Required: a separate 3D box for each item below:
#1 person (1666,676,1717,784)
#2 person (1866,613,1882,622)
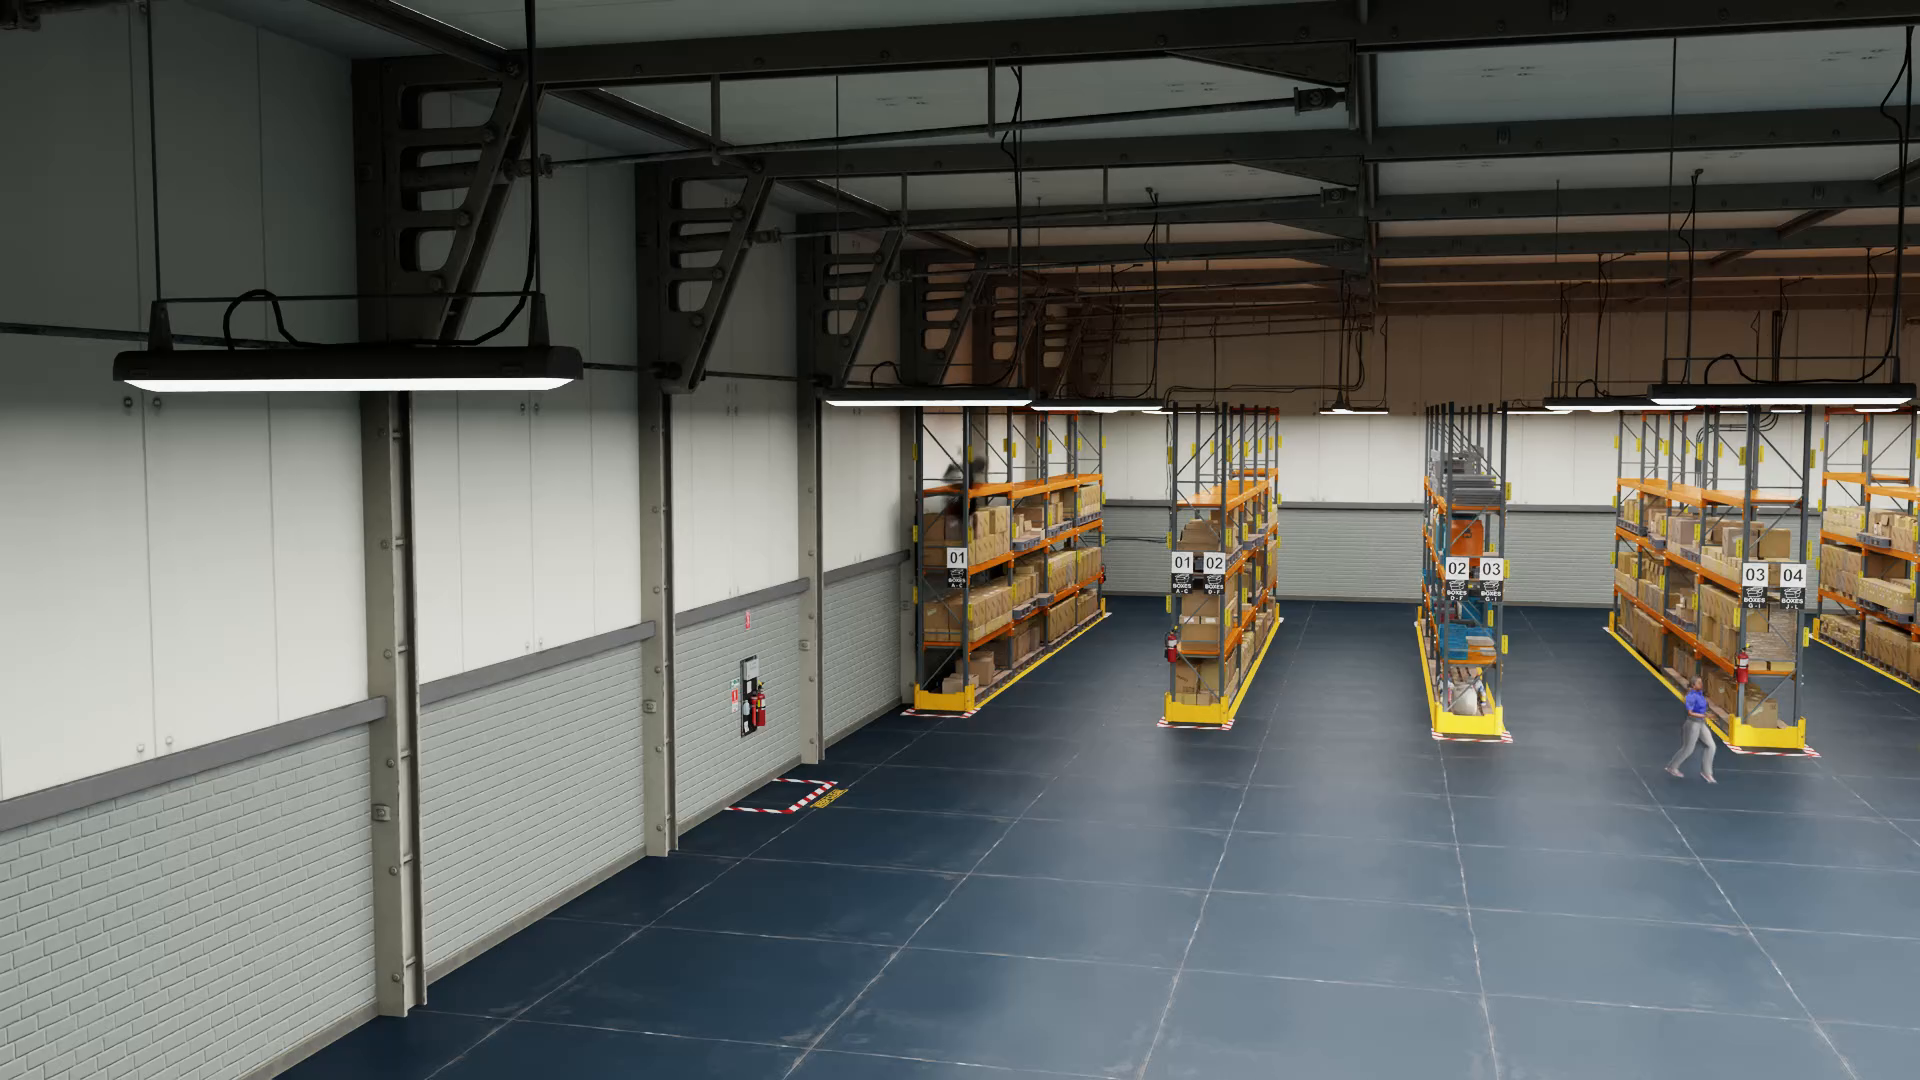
[{"bbox_3d":[11.525,2.986,26.147,0.581,1.697,0.759,-4,6,-42],"label":"person"},{"bbox_3d":[23.987,1.643,43.742,0.754,1.736,0.700,-2,5,-21],"label":"person"}]
